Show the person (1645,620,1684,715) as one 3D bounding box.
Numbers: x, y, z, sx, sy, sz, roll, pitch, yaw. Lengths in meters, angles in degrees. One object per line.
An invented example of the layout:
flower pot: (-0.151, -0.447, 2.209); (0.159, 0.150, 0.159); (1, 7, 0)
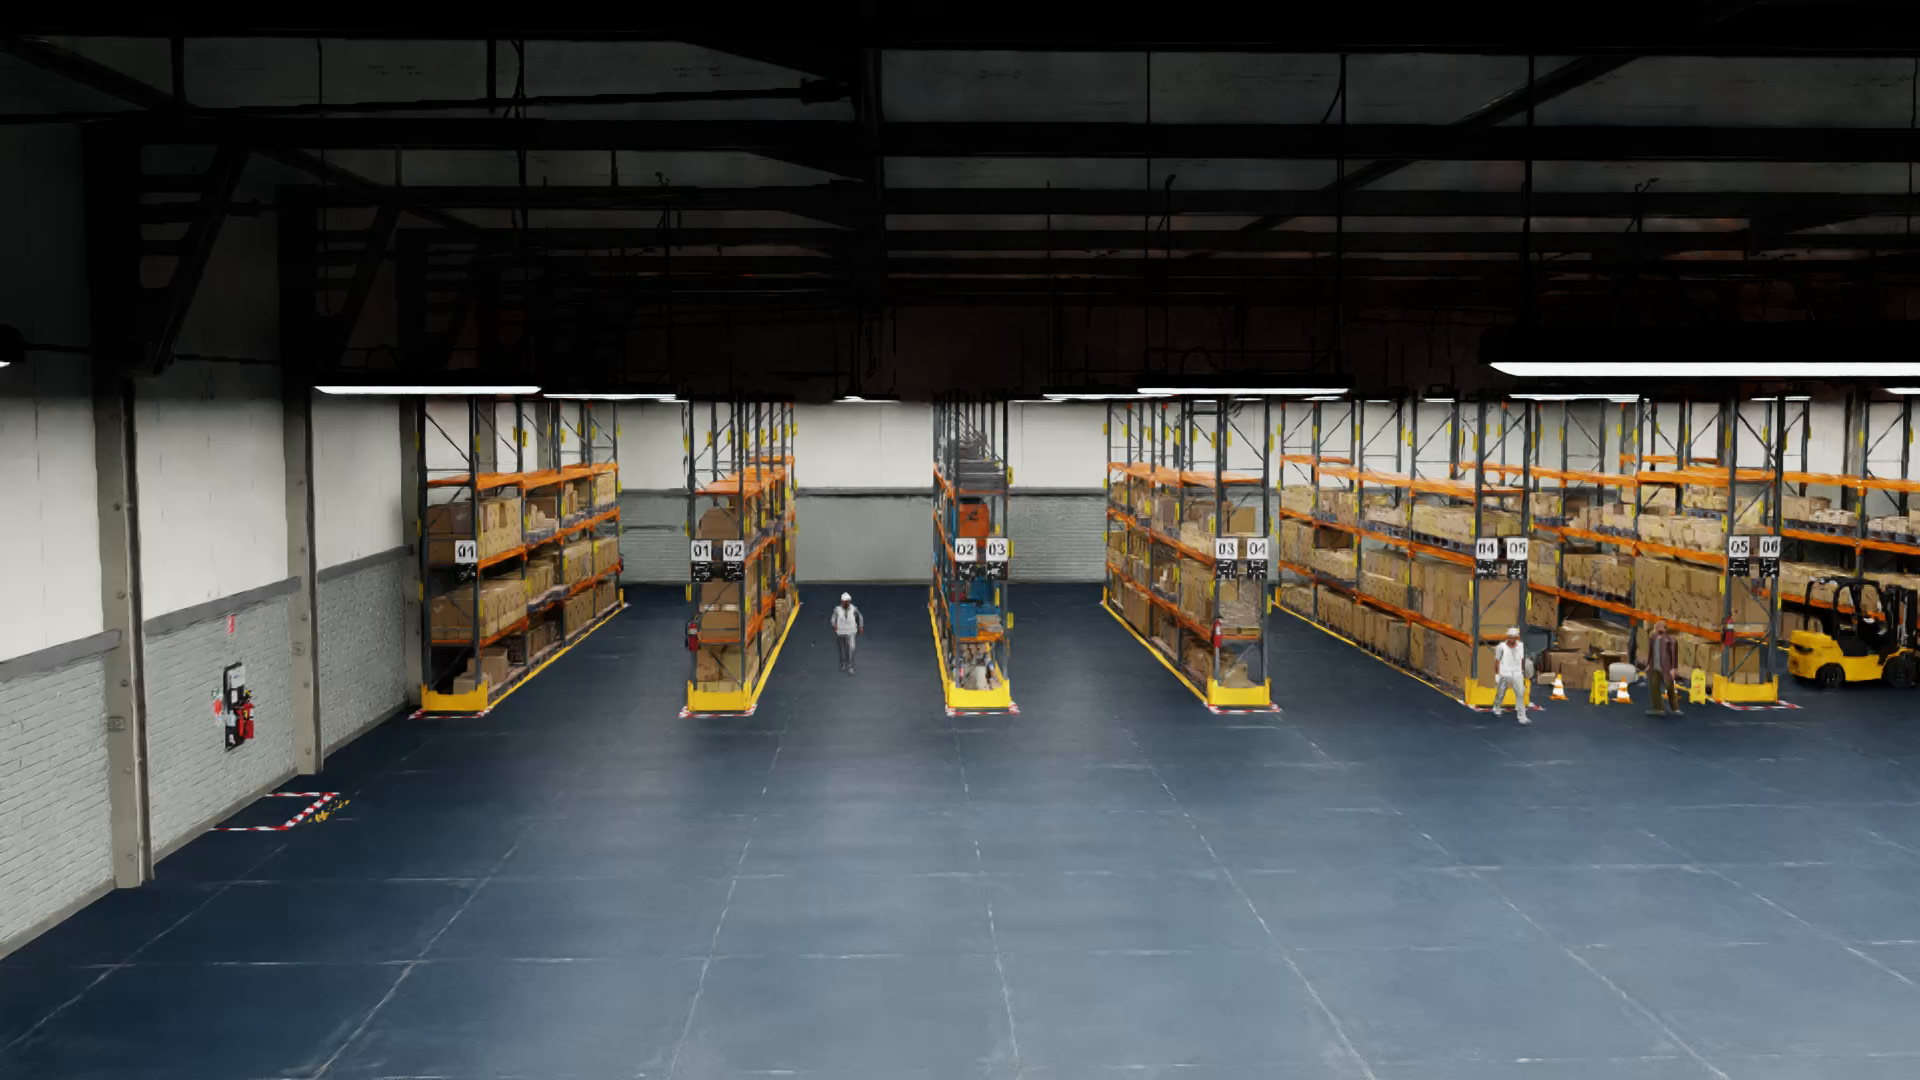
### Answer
person: (12.982, 2.348, 30.645); (0.596, 1.771, 0.692); (-3, 5, -32)

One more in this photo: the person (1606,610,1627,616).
person: (17.882, 1.198, 45.131); (0.553, 1.661, 0.601); (1, 5, 13)

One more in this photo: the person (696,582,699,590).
person: (-7.853, 0.644, 51.199); (0.567, 1.780, 0.722); (4, 6, 37)

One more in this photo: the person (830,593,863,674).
person: (-2.432, 1.965, 35.609); (0.679, 1.709, 0.866); (0, 5, 3)

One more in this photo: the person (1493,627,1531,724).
person: (9.921, 2.414, 29.979); (0.566, 1.706, 1.122); (0, 5, 0)
